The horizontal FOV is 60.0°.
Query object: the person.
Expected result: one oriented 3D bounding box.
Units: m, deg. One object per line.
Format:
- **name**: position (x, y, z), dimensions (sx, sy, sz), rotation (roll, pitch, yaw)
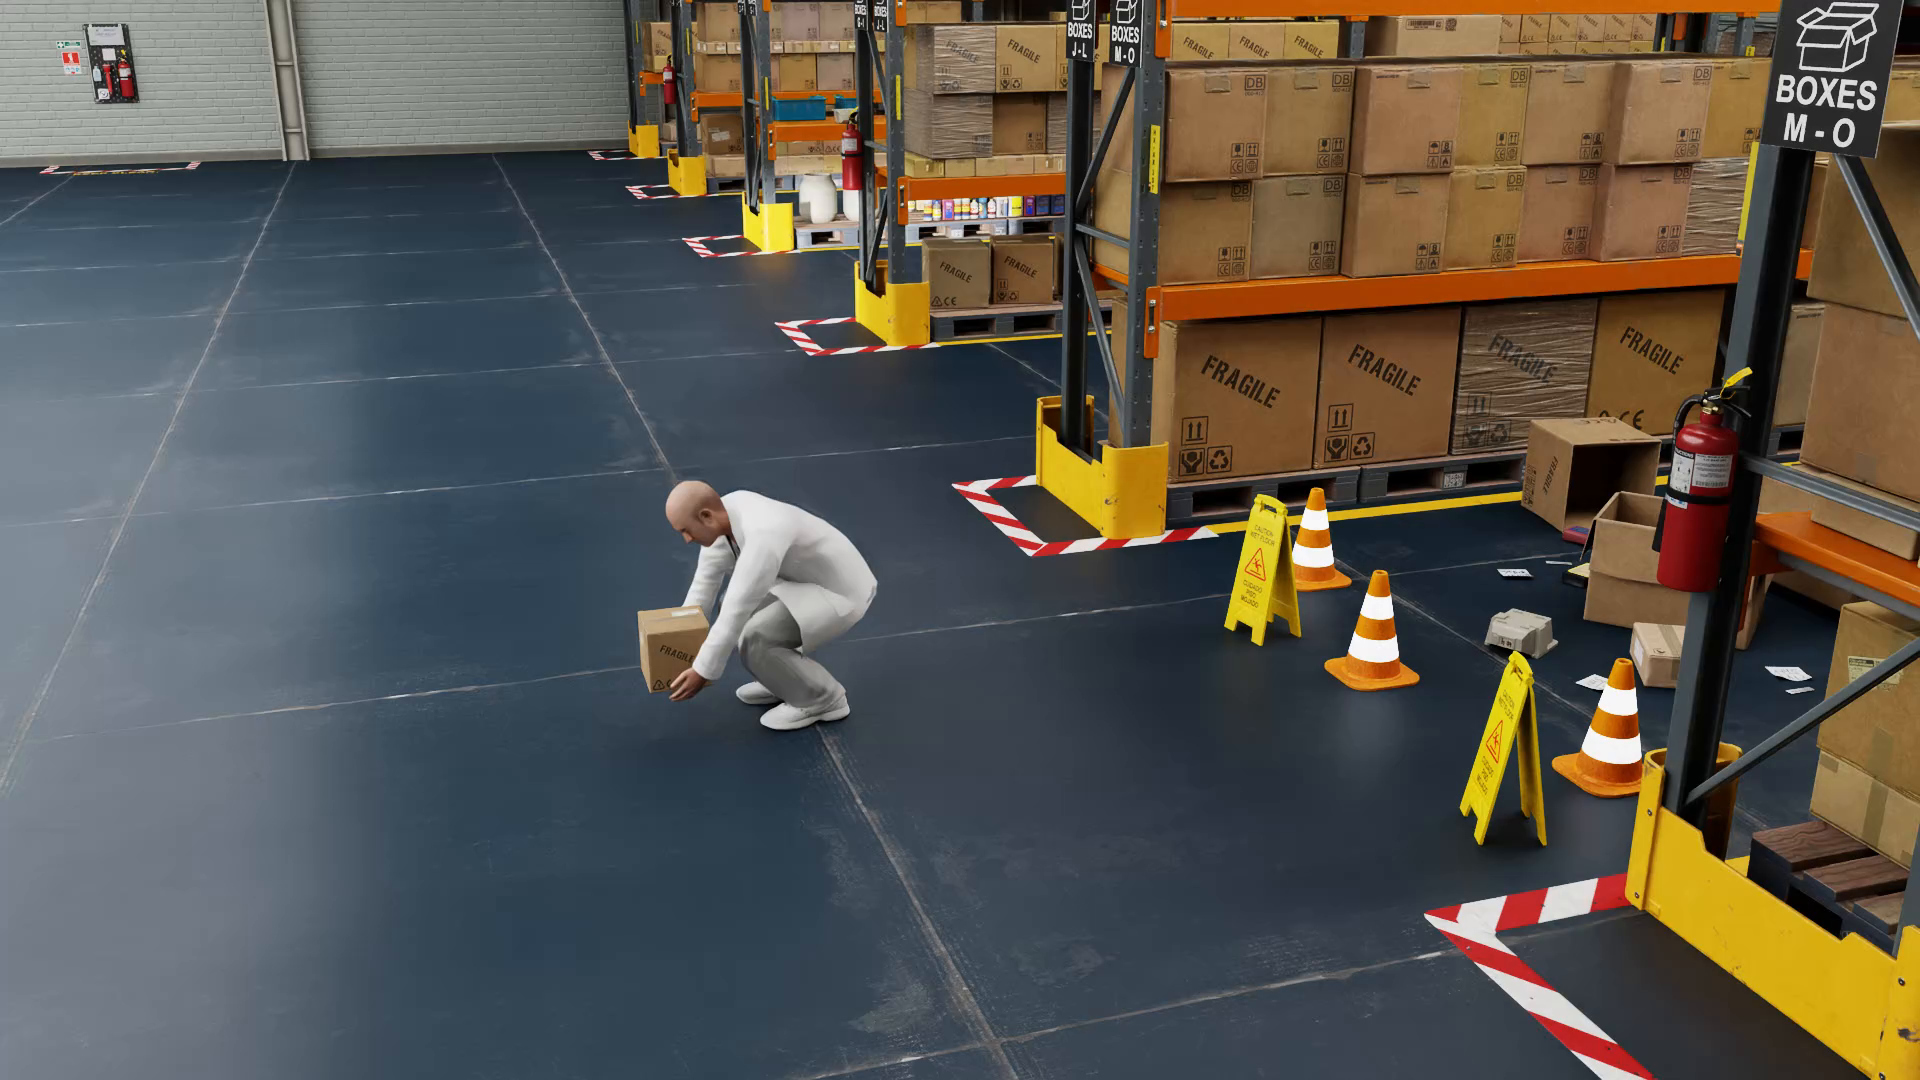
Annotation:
- **person**: position (-0.765, 0.223, 6.588), dimensions (0.896, 1.033, 0.607), rotation (-6, 20, -17)
